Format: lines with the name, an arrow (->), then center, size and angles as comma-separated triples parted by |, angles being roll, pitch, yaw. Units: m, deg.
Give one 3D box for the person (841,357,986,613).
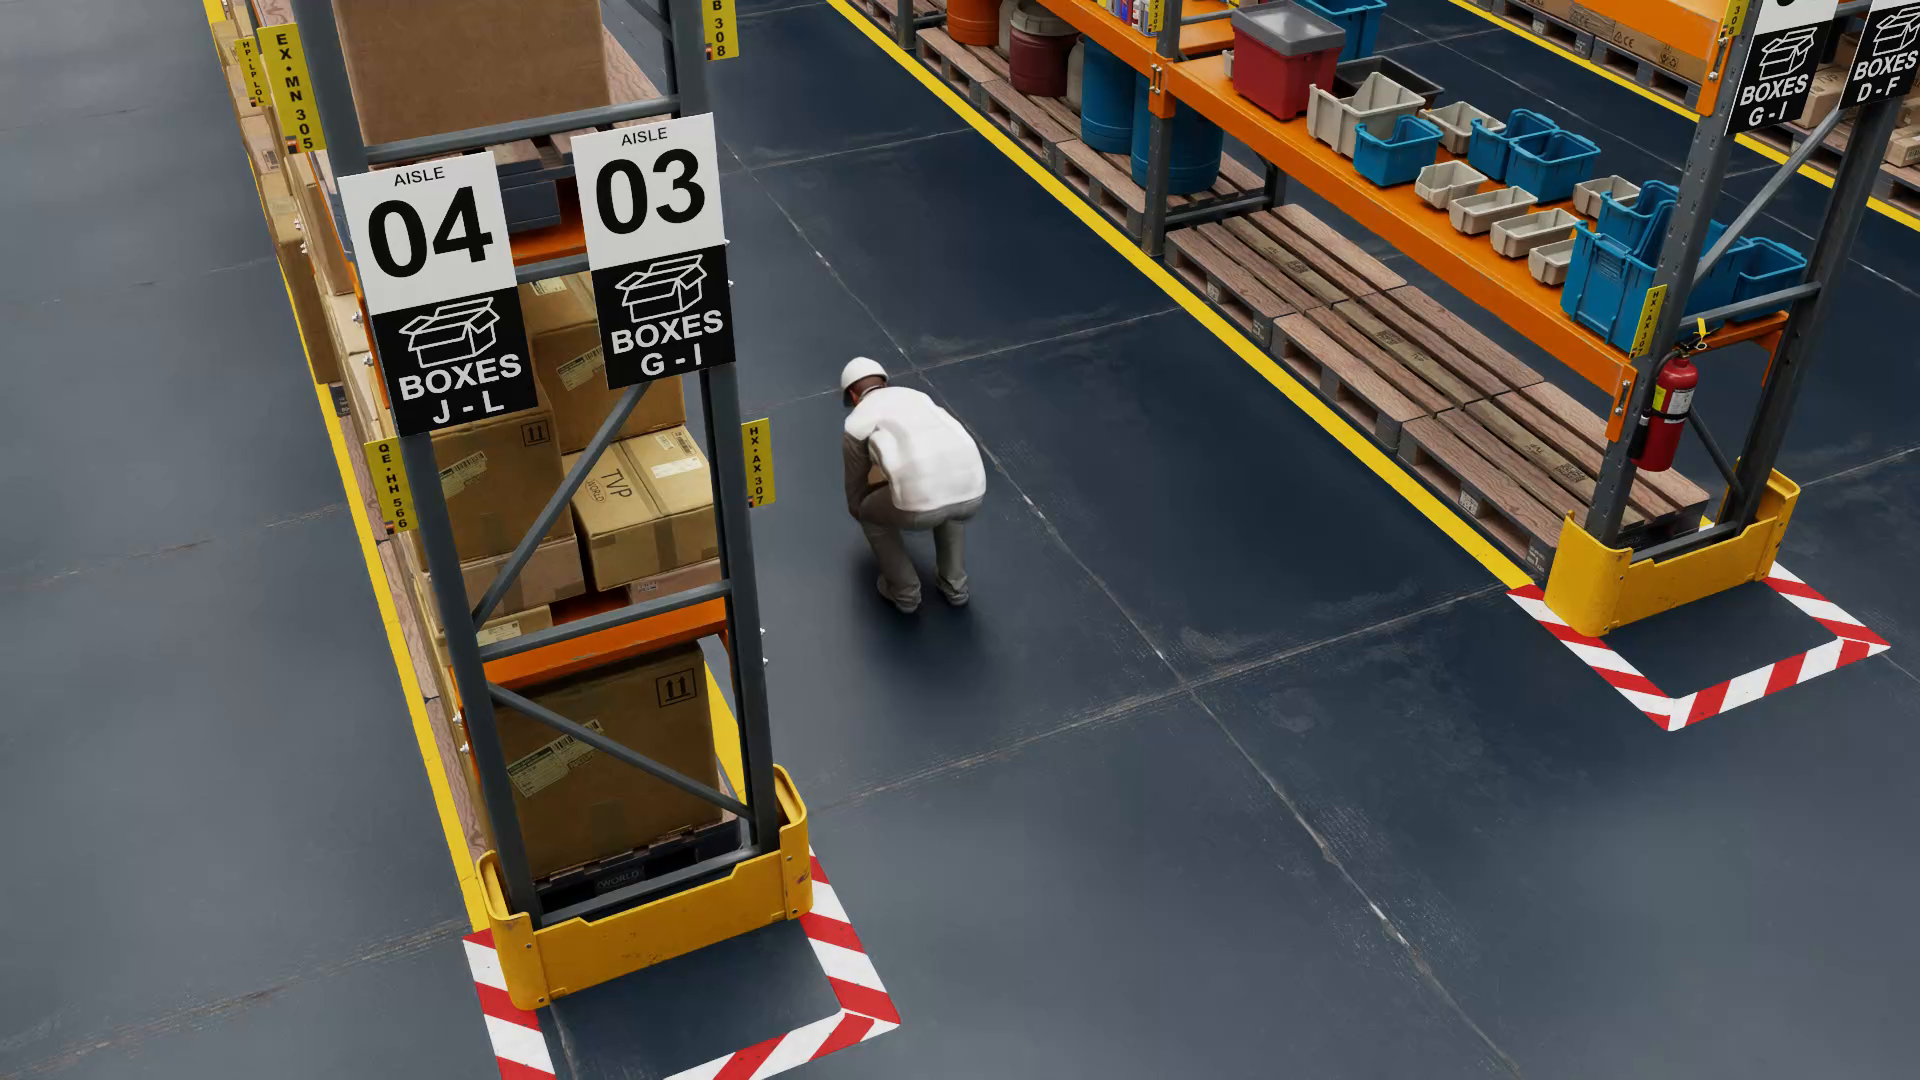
person -> -0.253, -0.231, 7.771 | 0.502, 1.014, 0.995 | -18, 40, -22
